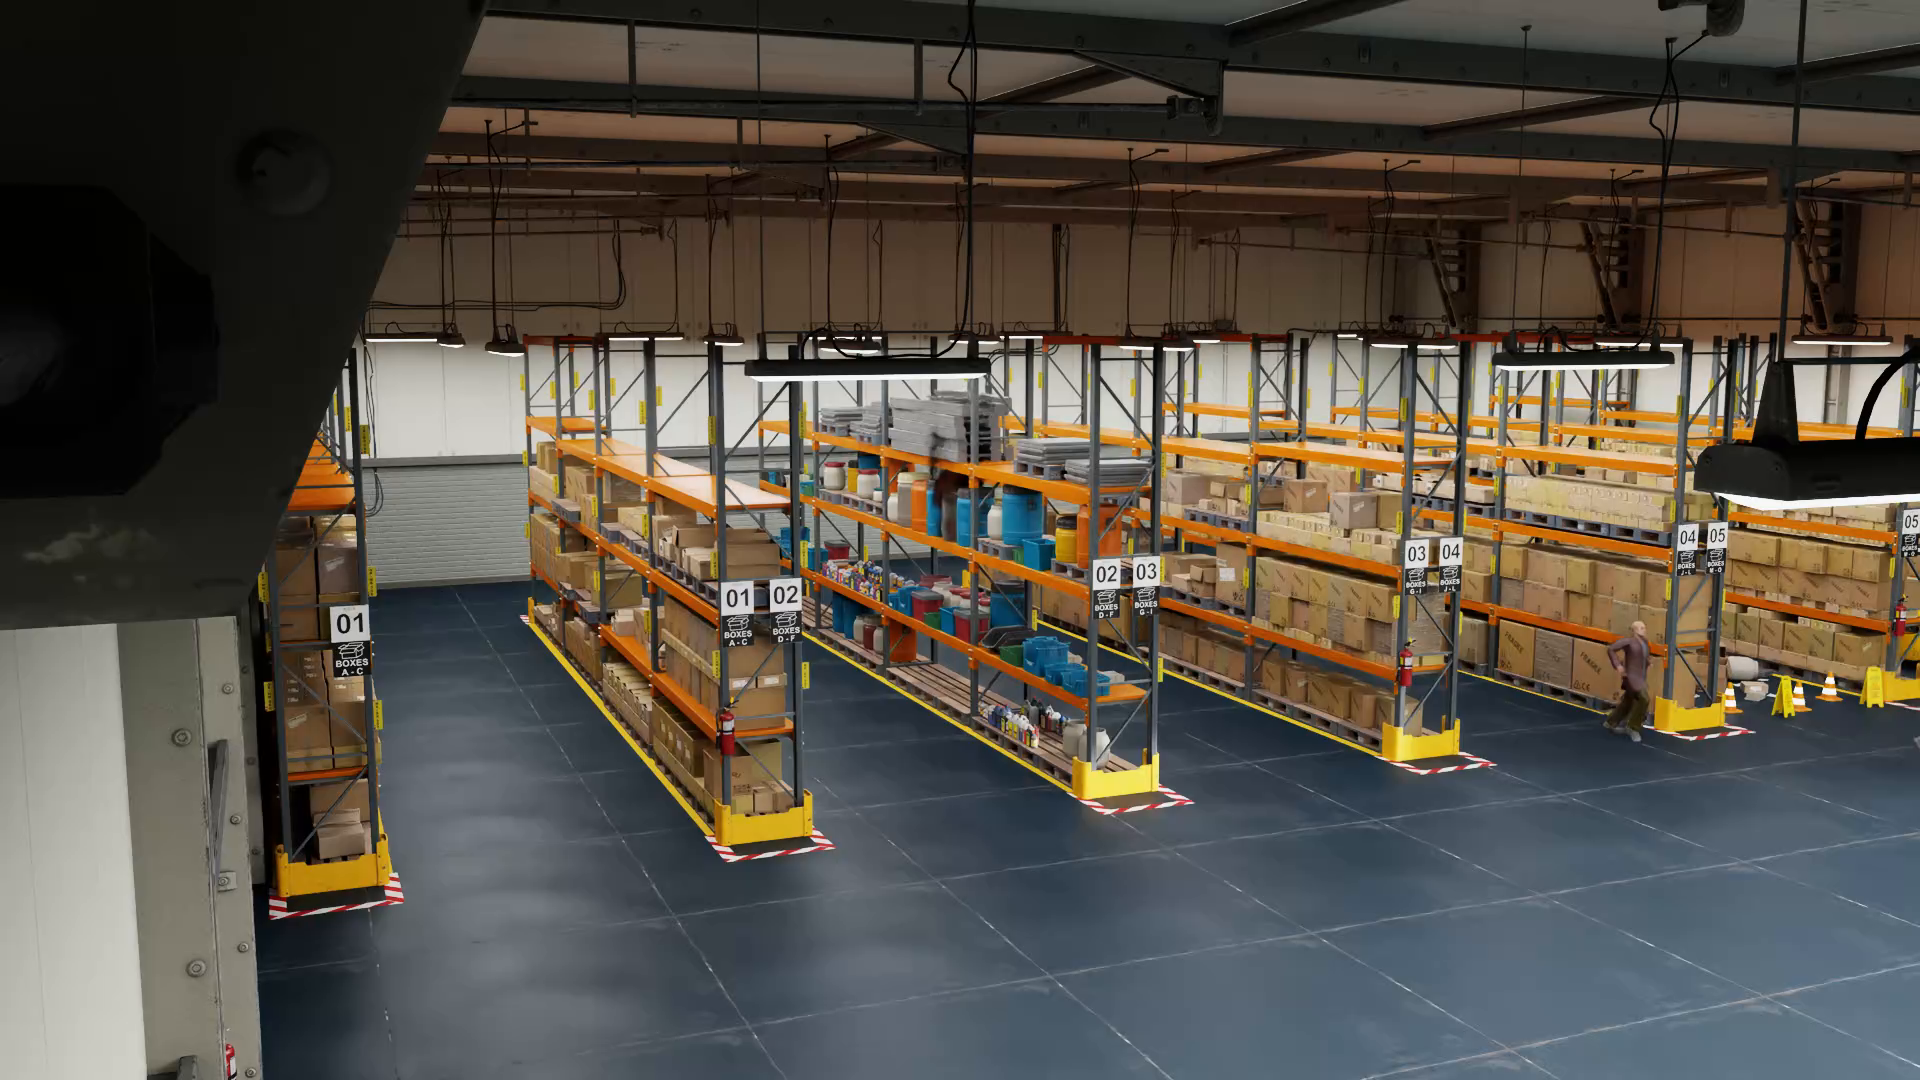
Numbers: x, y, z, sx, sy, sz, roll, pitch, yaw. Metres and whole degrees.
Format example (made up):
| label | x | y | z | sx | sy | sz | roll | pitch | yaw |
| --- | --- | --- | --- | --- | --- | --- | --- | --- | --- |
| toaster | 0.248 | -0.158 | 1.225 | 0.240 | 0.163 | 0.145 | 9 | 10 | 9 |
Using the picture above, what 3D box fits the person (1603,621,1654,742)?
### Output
| label | x | y | z | sx | sy | sz | roll | pitch | yaw |
| --- | --- | --- | --- | --- | --- | --- | --- | --- | --- |
| person | 10.199 | 2.134 | 25.268 | 0.692 | 1.823 | 0.740 | -7 | 10 | -42 |
